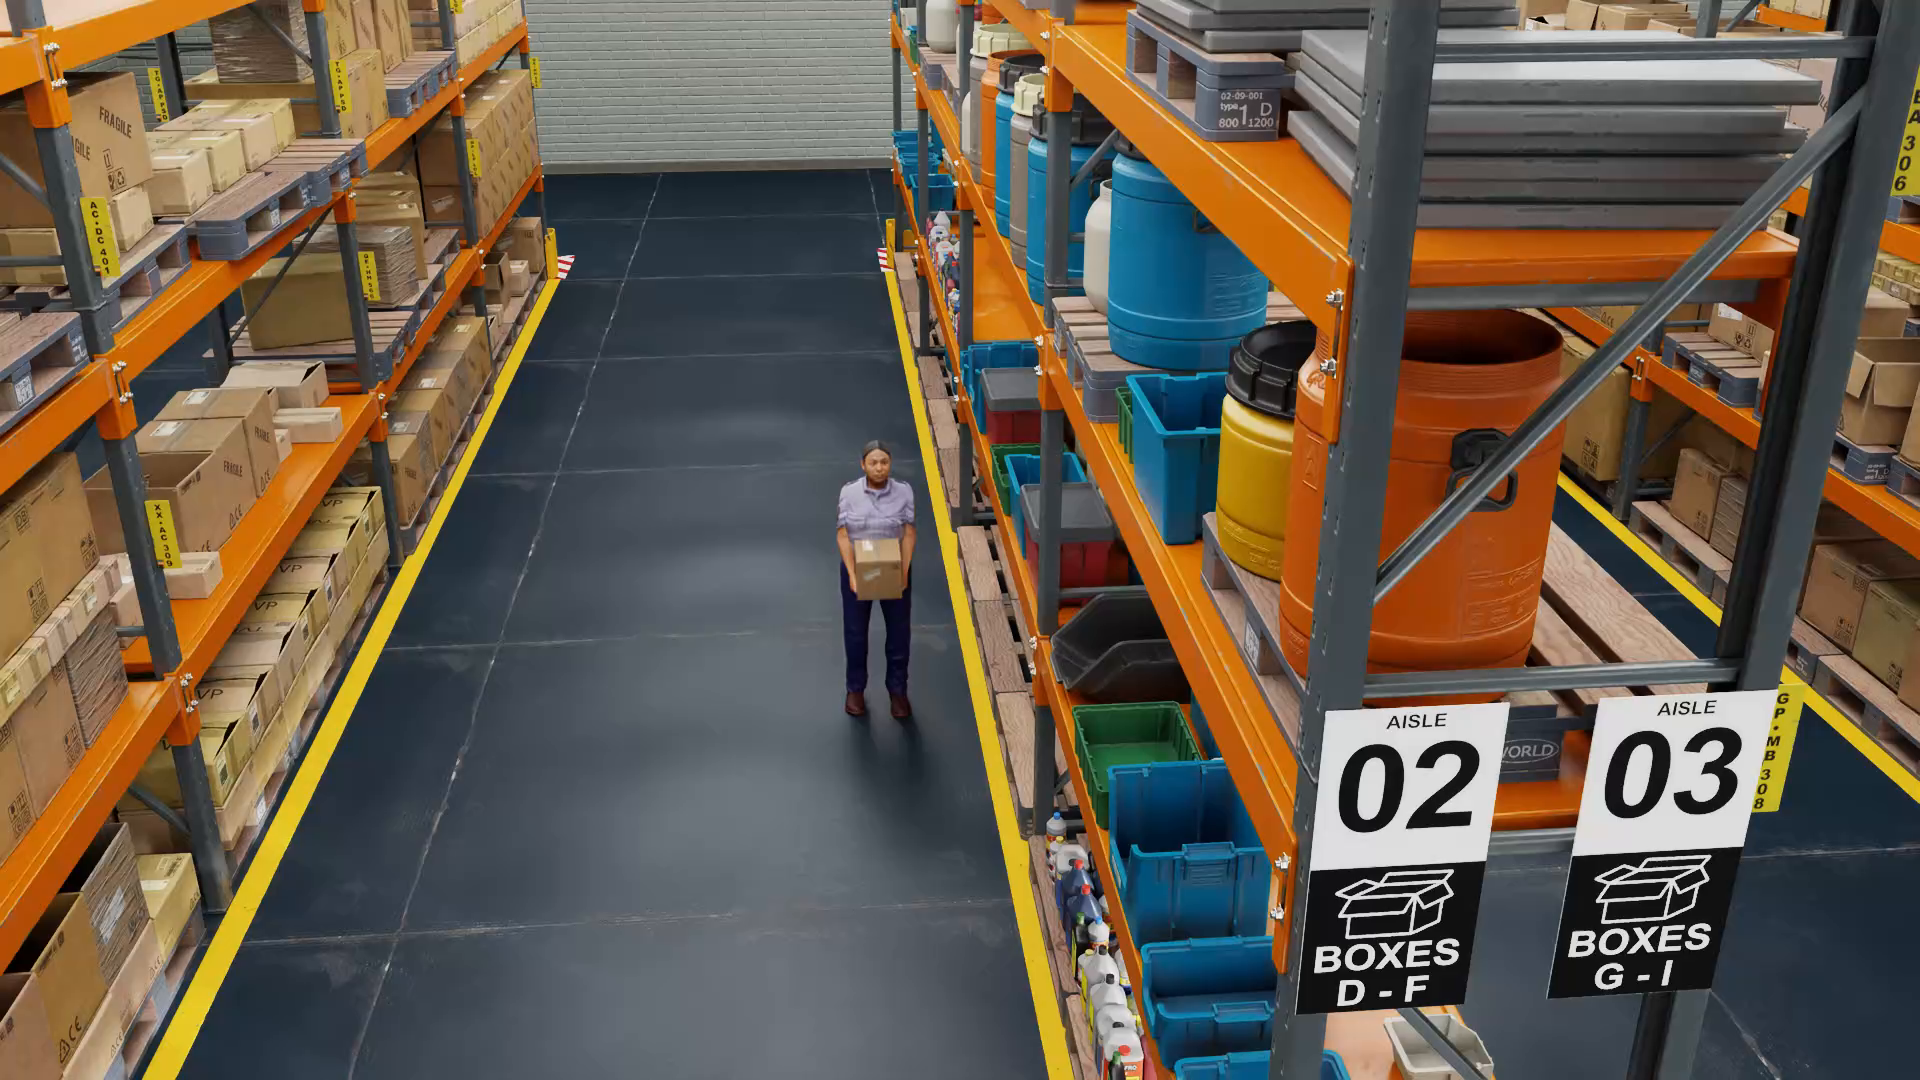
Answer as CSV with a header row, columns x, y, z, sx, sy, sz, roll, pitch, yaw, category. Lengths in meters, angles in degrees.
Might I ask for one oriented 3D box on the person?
x,y,z,sx,sy,sz,roll,pitch,yaw,category
-0.470,0.253,9.577,0.460,1.620,0.518,-2,24,-5,person
